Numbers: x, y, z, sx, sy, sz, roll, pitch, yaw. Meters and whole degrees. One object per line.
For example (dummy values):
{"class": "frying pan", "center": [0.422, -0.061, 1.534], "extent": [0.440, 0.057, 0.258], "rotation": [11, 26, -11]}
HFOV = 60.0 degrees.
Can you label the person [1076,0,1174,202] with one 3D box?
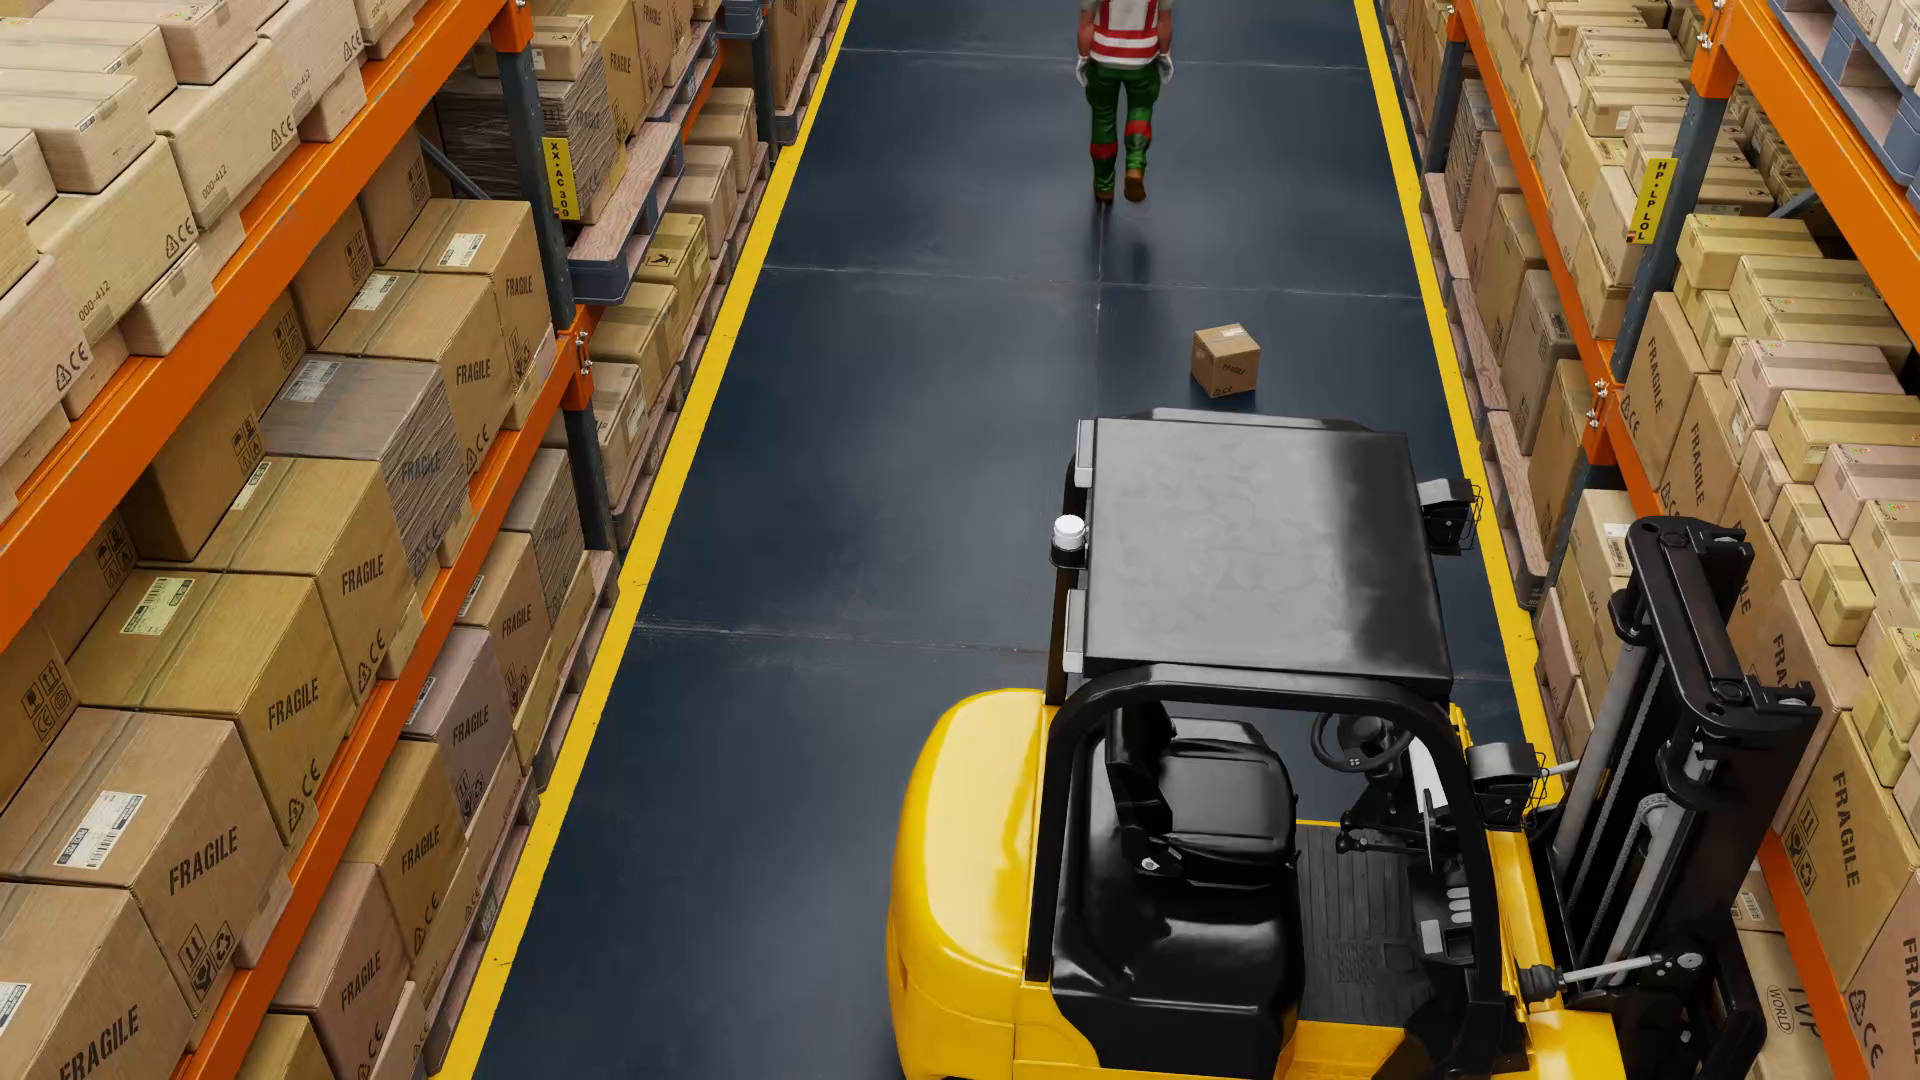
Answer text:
{"class": "person", "center": [0.931, -2.714, 9.372], "extent": [0.556, 1.775, 0.575], "rotation": [1, 40, 1]}
